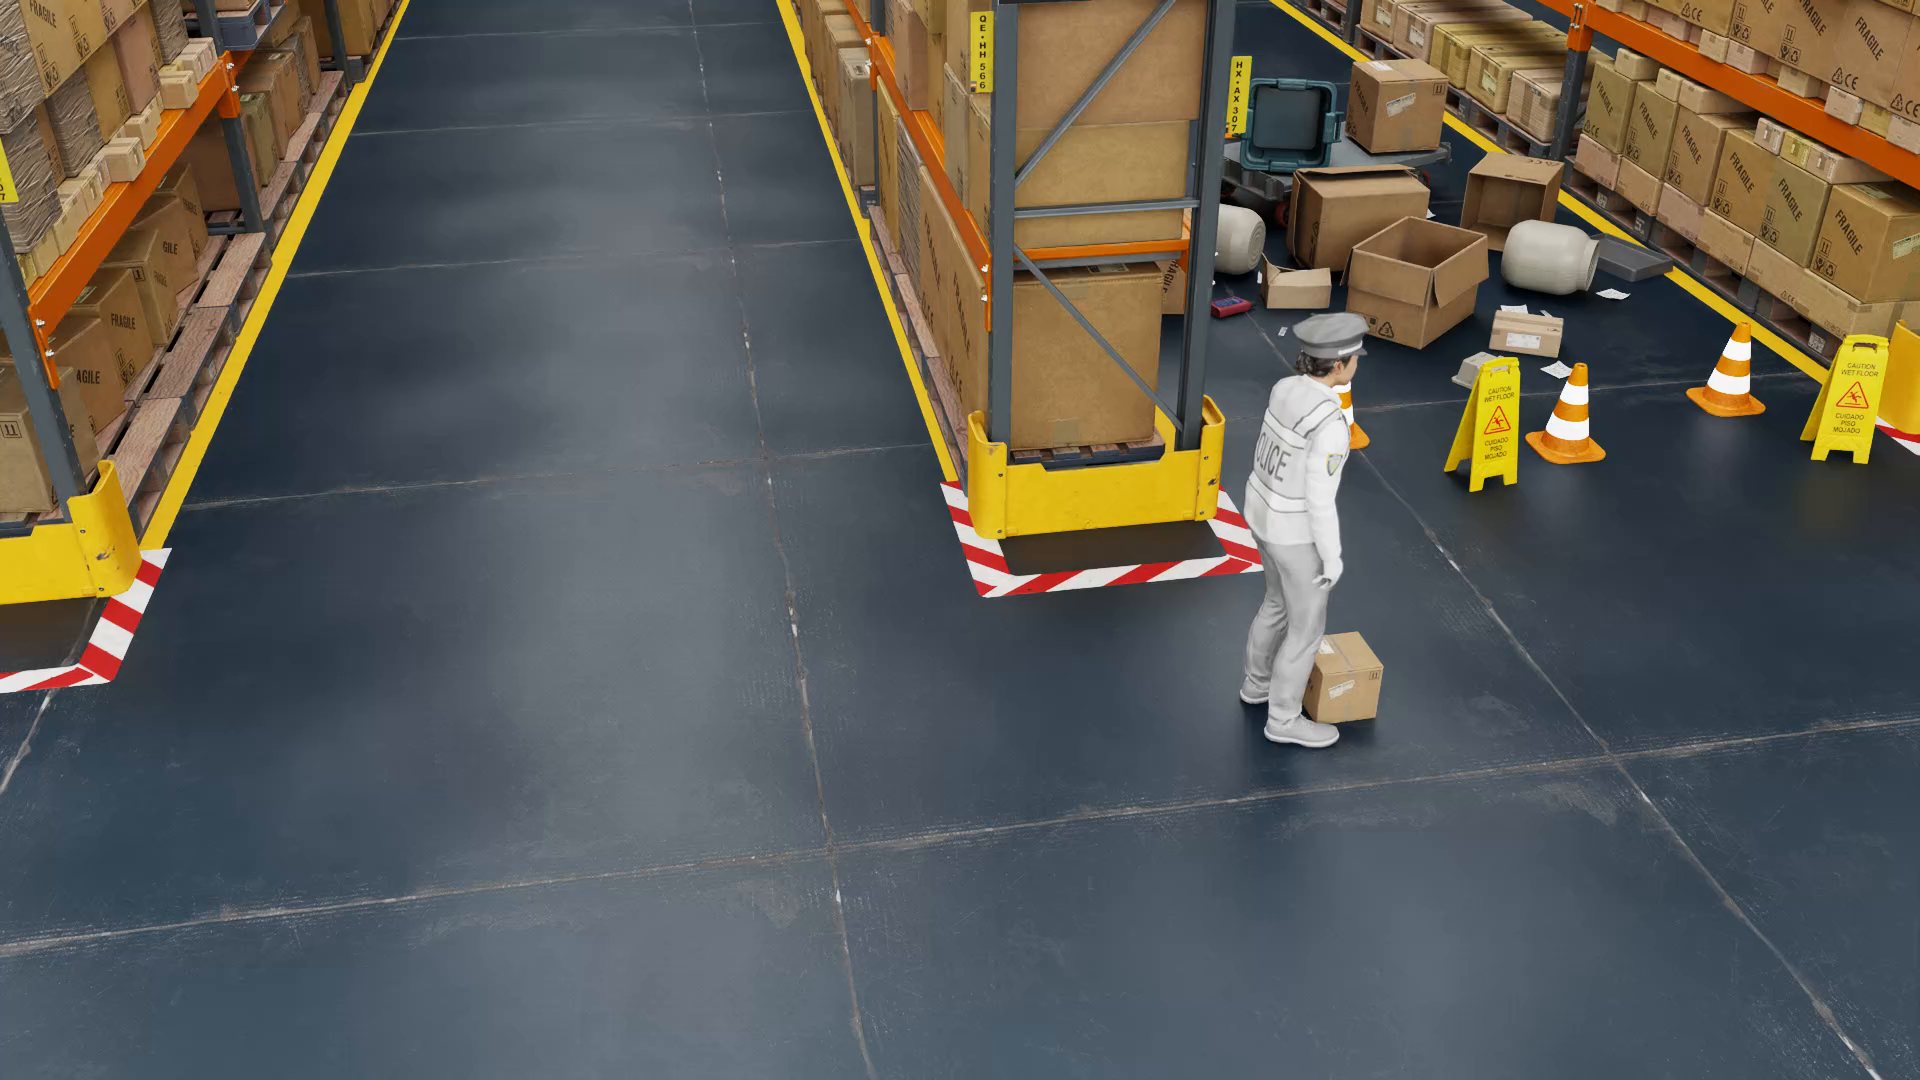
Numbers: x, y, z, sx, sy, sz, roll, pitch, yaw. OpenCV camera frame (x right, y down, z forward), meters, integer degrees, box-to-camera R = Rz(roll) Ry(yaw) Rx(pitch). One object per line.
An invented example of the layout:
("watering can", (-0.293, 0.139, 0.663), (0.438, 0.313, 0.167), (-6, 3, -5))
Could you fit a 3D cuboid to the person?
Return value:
("person", (1.258, -0.038, 6.191), (0.373, 1.665, 0.547), (-7, 32, -12))
